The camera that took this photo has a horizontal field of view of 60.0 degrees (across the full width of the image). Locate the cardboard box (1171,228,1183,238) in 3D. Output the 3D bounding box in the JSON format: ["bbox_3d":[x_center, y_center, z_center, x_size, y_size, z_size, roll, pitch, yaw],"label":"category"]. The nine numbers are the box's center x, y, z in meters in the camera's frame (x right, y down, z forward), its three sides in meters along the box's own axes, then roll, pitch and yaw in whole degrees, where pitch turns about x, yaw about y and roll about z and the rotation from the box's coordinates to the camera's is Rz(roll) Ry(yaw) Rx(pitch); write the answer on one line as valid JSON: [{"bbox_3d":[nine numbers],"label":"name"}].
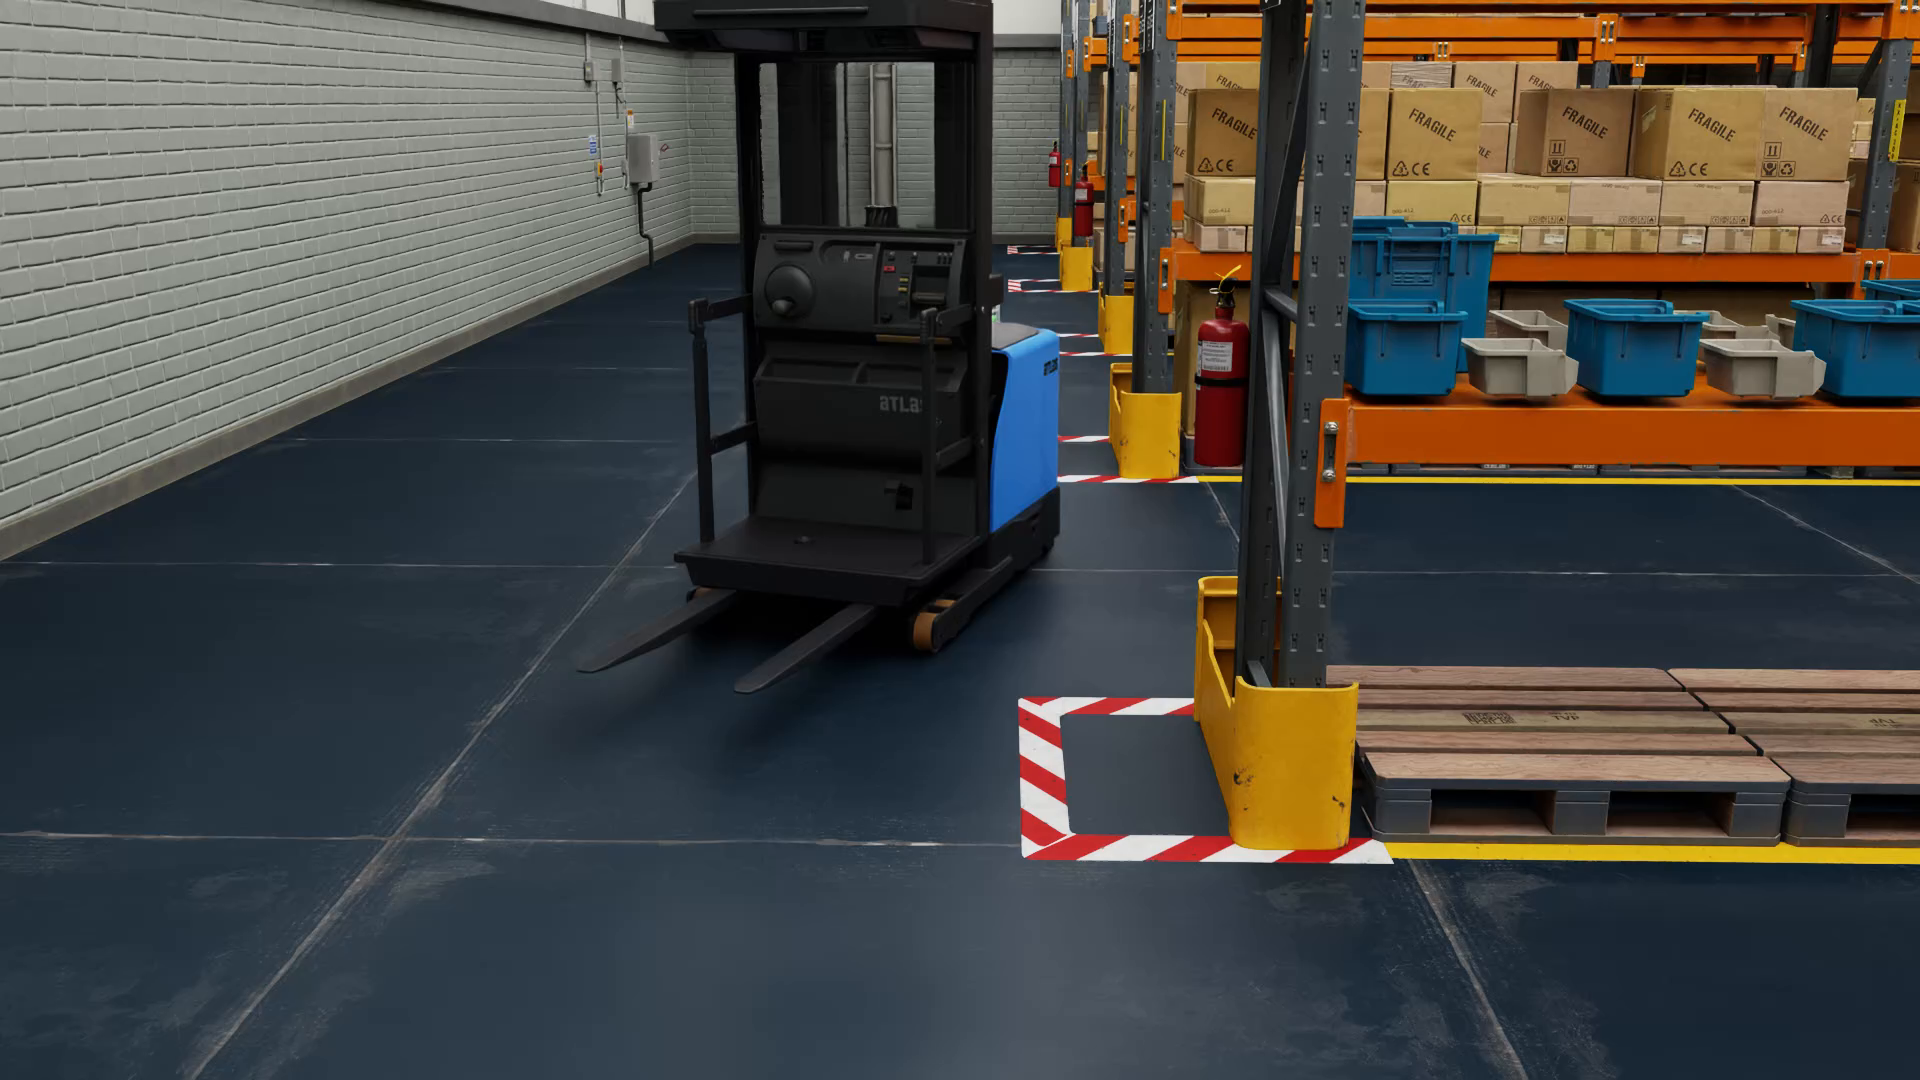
[{"bbox_3d":[2.976,-3.463,19.785,0.875,0.438,0.875,1,15,3],"label":"cardboard box"}]

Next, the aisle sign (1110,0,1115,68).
[{"bbox_3d":[1.293,-4.399,14.039,0.004,0.787,0.394,0,15,1],"label":"aisle sign"}]

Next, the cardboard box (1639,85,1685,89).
[{"bbox_3d":[7.863,-4.904,18.892,0.500,0.500,0.500,0,15,1],"label":"cardboard box"}]

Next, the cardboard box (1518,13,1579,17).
[{"bbox_3d":[4.875,-4.505,13.948,0.500,0.250,0.500,1,15,3],"label":"cardboard box"}]

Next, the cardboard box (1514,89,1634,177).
[{"bbox_3d":[3.660,-2.438,9.941,0.500,0.500,0.500,0,15,0],"label":"cardboard box"}]

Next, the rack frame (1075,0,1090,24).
[{"bbox_3d":[1.399,-7.382,18.681,0.127,3.000,1.000,0,15,1],"label":"rack frame"}]

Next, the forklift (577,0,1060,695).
[{"bbox_3d":[-0.494,-1.084,6.702,1.130,2.935,3.031,5,16,19],"label":"forklift"}]

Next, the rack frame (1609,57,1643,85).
[{"bbox_3d":[9.519,-5.695,24.047,0.127,3.000,1.000,0,15,1],"label":"rack frame"}]

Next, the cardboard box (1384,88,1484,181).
[{"bbox_3d":[2.637,-2.311,9.461,0.500,0.500,0.500,0,15,0],"label":"cardboard box"}]

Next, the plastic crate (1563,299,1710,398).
[{"bbox_3d":[1.916,-0.549,4.753,0.300,0.233,0.416,0,15,1],"label":"plastic crate"}]

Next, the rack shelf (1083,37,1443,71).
[{"bbox_3d":[3.398,-5.571,19.106,4.000,0.370,1.077,0,15,1],"label":"rack shelf"}]

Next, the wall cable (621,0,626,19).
[{"bbox_3d":[-4.164,-8.268,21.963,0.133,3.039,2.988,0,15,1],"label":"wall cable"}]

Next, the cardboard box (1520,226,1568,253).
[{"bbox_3d":[3.292,-1.735,9.530,0.250,0.149,0.380,1,15,2],"label":"cardboard box"}]

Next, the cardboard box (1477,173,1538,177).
[{"bbox_3d":[3.174,-2.081,10.059,0.500,0.250,0.500,0,15,2],"label":"cardboard box"}]

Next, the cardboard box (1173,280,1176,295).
[{"bbox_3d":[1.889,-2.241,14.552,0.250,0.149,0.380,0,15,-1],"label":"cardboard box"}]

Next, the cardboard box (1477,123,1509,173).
[{"bbox_3d":[4.363,-3.319,14.262,0.500,0.500,0.500,0,15,0],"label":"cardboard box"}]

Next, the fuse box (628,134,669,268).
[{"bbox_3d":[-4.039,-4.424,21.754,0.414,1.711,0.539,0,15,1],"label":"fuse box"}]

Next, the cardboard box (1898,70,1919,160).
[{"bbox_3d":[5.783,-2.460,9.620,0.637,0.503,0.797,0,15,0],"label":"cardboard box"}]

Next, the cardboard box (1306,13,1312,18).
[{"bbox_3d":[2.858,-4.524,14.020,0.500,0.250,0.500,0,15,0],"label":"cardboard box"}]

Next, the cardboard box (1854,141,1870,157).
[{"bbox_3d":[7.576,-3.287,14.004,0.250,0.149,0.380,1,15,3],"label":"cardboard box"}]

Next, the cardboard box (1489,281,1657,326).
[{"bbox_3d":[3.587,-1.134,10.102,0.875,0.875,0.875,0,15,1],"label":"cardboard box"}]

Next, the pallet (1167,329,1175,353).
[{"bbox_3d":[2.261,-1.855,14.959,1.213,0.211,1.003,0,15,1],"label":"pallet"}]

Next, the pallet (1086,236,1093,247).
[{"bbox_3d":[2.395,-4.393,24.579,1.213,0.211,1.003,0,15,1],"label":"pallet"}]

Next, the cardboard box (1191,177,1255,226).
[{"bbox_3d":[1.619,-1.954,9.576,0.500,0.250,0.500,0,15,0],"label":"cardboard box"}]

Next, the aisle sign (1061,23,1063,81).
[{"bbox_3d":[1.446,-6.930,23.630,0.004,0.787,0.394,0,15,1],"label":"aisle sign"}]

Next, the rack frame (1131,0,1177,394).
[{"bbox_3d":[1.146,-1.954,9.867,0.127,3.000,1.000,0,15,1],"label":"rack frame"}]

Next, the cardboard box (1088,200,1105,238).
[{"bbox_3d":[2.131,-4.715,24.402,0.637,0.503,0.797,0,15,-1],"label":"cardboard box"}]

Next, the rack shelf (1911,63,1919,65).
[{"bbox_3d":[15.518,-6.759,23.608,4.000,0.370,1.077,0,15,1],"label":"rack shelf"}]

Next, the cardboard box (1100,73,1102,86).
[{"bbox_3d":[1.763,-5.376,19.408,0.250,0.149,0.380,1,15,2],"label":"cardboard box"}]

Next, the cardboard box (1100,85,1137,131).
[{"bbox_3d":[1.872,-4.938,19.019,0.500,0.500,0.500,0,15,0],"label":"cardboard box"}]

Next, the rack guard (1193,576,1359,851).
[{"bbox_3d":[0.995,0.521,5.387,0.348,0.500,1.175,0,15,1],"label":"rack guard"}]

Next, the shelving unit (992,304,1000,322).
[{"bbox_3d":[-0.073,-0.658,8.483,0.503,1.200,0.258,5,16,19],"label":"shelving unit"}]

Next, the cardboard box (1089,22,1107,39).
[{"bbox_3d":[1.959,-7.196,23.568,0.500,0.250,0.500,0,15,1],"label":"cardboard box"}]

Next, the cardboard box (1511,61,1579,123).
[{"bbox_3d":[4.896,-3.802,14.132,0.500,0.500,0.500,0,15,-1],"label":"cardboard box"}]

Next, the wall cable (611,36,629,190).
[{"bbox_3d":[-4.214,-5.365,20.804,0.122,1.984,0.588,0,15,1],"label":"wall cable"}]

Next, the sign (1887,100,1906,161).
[{"bbox_3d":[5.132,-2.244,9.111,0.005,0.325,0.100,0,15,1],"label":"sign"}]

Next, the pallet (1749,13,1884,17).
[{"bbox_3d":[7.024,-4.515,14.061,1.003,0.211,1.213,0,15,1],"label":"pallet"}]

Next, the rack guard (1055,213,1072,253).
[{"bbox_3d":[1.598,-4.538,24.561,0.348,0.500,1.175,0,15,1],"label":"rack guard"}]

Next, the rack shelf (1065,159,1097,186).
[{"bbox_3d":[3.521,-5.386,24.287,4.000,0.370,1.077,0,15,1],"label":"rack shelf"}]

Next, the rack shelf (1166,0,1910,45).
[{"bbox_3d":[3.145,-3.044,9.527,4.000,0.370,1.077,0,15,1],"label":"rack shelf"}]

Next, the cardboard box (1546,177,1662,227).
[{"bbox_3d":[3.669,-1.941,9.530,0.500,0.250,0.500,1,15,3],"label":"cardboard box"}]

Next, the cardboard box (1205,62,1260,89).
[{"bbox_3d":[2.320,-3.822,14.207,0.500,0.500,0.500,1,15,3],"label":"cardboard box"}]

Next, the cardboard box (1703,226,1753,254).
[{"bbox_3d":[4.318,-1.729,9.504,0.250,0.149,0.380,0,15,0],"label":"cardboard box"}]

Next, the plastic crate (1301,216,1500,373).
[{"bbox_3d":[1.359,-0.783,5.240,0.499,0.435,0.616,0,15,1],"label":"plastic crate"}]

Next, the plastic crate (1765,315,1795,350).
[{"bbox_3d":[2.704,-0.635,5.267,0.250,0.136,0.298,0,15,1],"label":"plastic crate"}]

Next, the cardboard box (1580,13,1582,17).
[{"bbox_3d":[8.641,-7.354,23.383,0.250,0.149,0.380,0,15,0],"label":"cardboard box"}]

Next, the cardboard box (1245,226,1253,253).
[{"bbox_3d":[1.749,-1.745,9.567,0.250,0.149,0.380,0,15,1],"label":"cardboard box"}]
